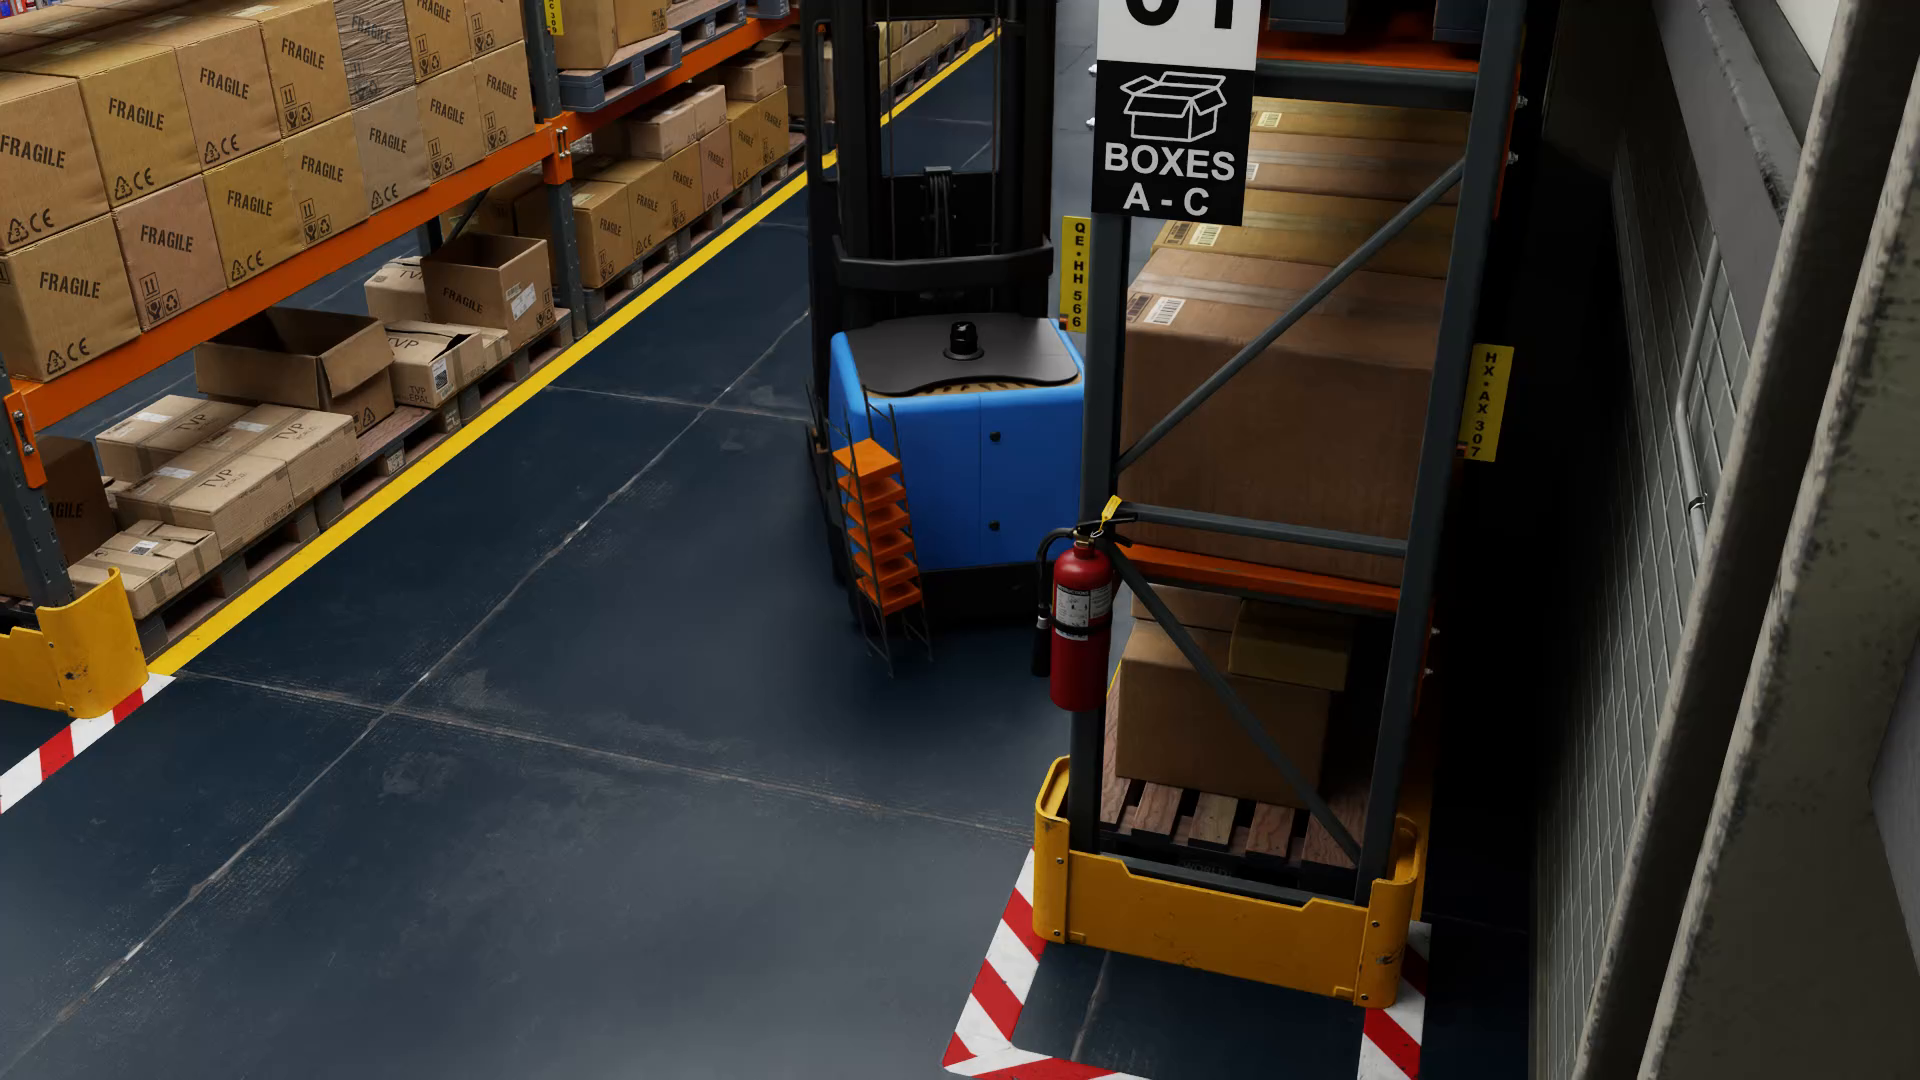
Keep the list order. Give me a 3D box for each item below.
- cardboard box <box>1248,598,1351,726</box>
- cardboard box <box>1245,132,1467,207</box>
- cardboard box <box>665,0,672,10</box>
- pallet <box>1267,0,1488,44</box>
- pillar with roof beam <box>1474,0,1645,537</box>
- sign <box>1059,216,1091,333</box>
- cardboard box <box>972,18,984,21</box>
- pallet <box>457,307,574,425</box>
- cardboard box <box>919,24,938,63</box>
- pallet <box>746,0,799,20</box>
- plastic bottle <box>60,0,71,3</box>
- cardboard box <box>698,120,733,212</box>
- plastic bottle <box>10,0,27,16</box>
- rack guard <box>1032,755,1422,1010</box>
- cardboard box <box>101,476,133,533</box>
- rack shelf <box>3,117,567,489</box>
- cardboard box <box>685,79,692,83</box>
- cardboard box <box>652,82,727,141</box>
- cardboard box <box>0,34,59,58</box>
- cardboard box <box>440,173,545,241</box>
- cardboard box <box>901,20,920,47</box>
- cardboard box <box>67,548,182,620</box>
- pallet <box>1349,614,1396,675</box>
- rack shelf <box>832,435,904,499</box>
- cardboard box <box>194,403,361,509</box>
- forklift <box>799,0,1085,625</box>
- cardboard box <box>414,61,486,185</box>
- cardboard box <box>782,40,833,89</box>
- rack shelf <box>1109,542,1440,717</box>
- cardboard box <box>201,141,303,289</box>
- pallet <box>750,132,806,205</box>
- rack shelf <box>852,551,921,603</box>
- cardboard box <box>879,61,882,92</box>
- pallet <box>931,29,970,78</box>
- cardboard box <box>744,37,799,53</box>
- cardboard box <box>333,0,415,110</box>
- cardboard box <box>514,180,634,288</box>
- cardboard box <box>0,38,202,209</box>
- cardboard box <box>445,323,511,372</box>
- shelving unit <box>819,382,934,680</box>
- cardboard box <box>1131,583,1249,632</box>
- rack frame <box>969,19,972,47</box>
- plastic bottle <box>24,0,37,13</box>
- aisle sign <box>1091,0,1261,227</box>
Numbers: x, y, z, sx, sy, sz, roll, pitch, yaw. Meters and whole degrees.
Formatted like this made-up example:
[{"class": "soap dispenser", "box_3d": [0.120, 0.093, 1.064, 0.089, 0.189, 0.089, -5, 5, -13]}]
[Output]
[{"class": "cardboard box", "box_3d": [1.094, 0.311, 6.244, 0.700, 0.500, 0.500, 8, 30, 15]}, {"class": "cardboard box", "box_3d": [1.413, -1.088, 6.311, 0.980, 0.700, 0.700, 7, 30, 12]}, {"class": "cardboard box", "box_3d": [-2.265, -3.647, 10.685, 0.700, 0.500, 0.500, 1, 29, 2]}, {"class": "pallet", "box_3d": [1.045, -1.644, 4.625, 1.003, 0.211, 1.213, 8, 30, 15]}, {"class": "pillar with roof beam", "box_3d": [-1.482, -4.672, 6.891, 9.100, 9.000, 0.400, 8, 30, 15]}, {"class": "sign", "box_3d": [0.323, -0.719, 4.522, 0.100, 0.325, 0.005, 8, 30, 15]}, {"class": "cardboard box", "box_3d": [0.049, -5.461, 16.878, 0.500, 0.250, 0.500, 8, 30, 15]}, {"class": "pallet", "box_3d": [-2.927, -1.052, 9.424, 1.003, 0.211, 1.213, 8, 30, 15]}, {"class": "cardboard box", "box_3d": [-0.521, -4.583, 15.298, 0.500, 0.250, 0.500, 9, 30, 16]}, {"class": "pallet", "box_3d": [-1.683, -4.040, 12.123, 1.213, 0.211, 1.003, 8, 30, 15]}, {"class": "plastic bottle", "box_3d": [-6.530, -4.036, 12.052, 0.097, 0.271, 0.097, 0, 29, 0]}, {"class": "cardboard box", "box_3d": [-1.901, -2.595, 11.448, 0.500, 0.500, 0.500, 7, 30, 13]}, {"class": "plastic bottle", "box_3d": [-6.687, -3.835, 11.686, 0.152, 0.276, 0.135, 8, 30, 15]}, {"class": "rack guard", "box_3d": [0.831, 1.078, 5.298, 1.175, 0.500, 0.348, 8, 30, 15]}, {"class": "cardboard box", "box_3d": [-3.770, -0.148, 7.392, 0.380, 0.166, 0.250, 8, 30, 15]}, {"class": "rack shelf", "box_3d": [-3.312, -1.346, 7.823, 1.077, 0.370, 4.000, 8, 30, 15]}, {"class": "cardboard box", "box_3d": [-2.106, -3.133, 12.416, 0.500, 0.500, 0.500, 7, 30, 13]}, {"class": "cardboard box", "box_3d": [-1.910, -2.905, 11.234, 0.500, 0.250, 0.500, 8, 30, 14]}, {"class": "cardboard box", "box_3d": [-3.884, -1.692, 6.575, 0.500, 0.500, 0.500, 9, 30, 16]}, {"class": "cardboard box", "box_3d": [-2.854, -1.960, 10.306, 0.500, 0.500, 0.500, 8, 30, 15]}, {"class": "cardboard box", "box_3d": [-0.668, -4.598, 14.749, 0.500, 0.311, 0.500, 8, 30, 14]}, {"class": "cardboard box", "box_3d": [-3.448, 0.177, 6.826, 0.380, 0.149, 0.250, 8, 30, 15]}, {"class": "pallet", "box_3d": [1.357, 0.245, 7.092, 1.003, 0.211, 1.213, 8, 30, 15]}, {"class": "rack shelf", "box_3d": [-0.357, -0.279, 6.358, 0.180, 0.103, 0.258, -23, 36, -21]}, {"class": "cardboard box", "box_3d": [-3.175, -0.398, 7.756, 0.500, 0.250, 0.500, 8, 30, 15]}, {"class": "forklift", "box_3d": [-0.178, -1.621, 7.648, 1.130, 2.935, 3.031, -5, 29, -9]}, {"class": "cardboard box", "box_3d": [-2.776, -2.125, 8.381, 0.500, 0.500, 0.500, 9, 30, 16]}, {"class": "cardboard box", "box_3d": [-1.116, -3.877, 13.453, 0.500, 0.311, 0.500, 10, 30, 17]}, {"class": "rack shelf", "box_3d": [1.425, -0.641, 6.556, 1.077, 0.370, 4.000, 8, 30, 15]}, {"class": "cardboard box", "box_3d": [-3.220, -1.416, 7.107, 0.500, 0.500, 0.500, 8, 30, 15]}, {"class": "pallet", "box_3d": [-1.806, -2.888, 12.725, 1.003, 0.211, 1.213, 8, 30, 15]}, {"class": "rack shelf", "box_3d": [-0.299, 0.120, 6.618, 0.180, 0.103, 0.258, -23, 36, -21]}, {"class": "cardboard box", "box_3d": [-0.970, -3.866, 14.010, 0.500, 0.250, 0.500, 8, 30, 13]}, {"class": "pallet", "box_3d": [-0.556, -4.741, 16.055, 1.003, 0.211, 1.213, 8, 30, 15]}, {"class": "cardboard box", "box_3d": [-1.632, -3.954, 13.592, 0.500, 0.311, 0.500, 9, 30, 16]}, {"class": "cardboard box", "box_3d": [-2.922, -2.326, 7.714, 0.500, 0.500, 0.500, 9, 30, 15]}, {"class": "cardboard box", "box_3d": [-2.350, -1.879, 10.162, 0.500, 0.500, 0.500, 7, 30, 13]}, {"class": "cardboard box", "box_3d": [-3.370, -1.624, 6.452, 0.500, 0.500, 0.500, 9, 30, 15]}, {"class": "cardboard box", "box_3d": [-2.674, -1.048, 9.028, 0.380, 0.149, 0.250, 8, 30, 15]}, {"class": "shelving unit", "box_3d": [-0.319, -0.017, 6.529, 0.189, 1.200, 0.258, -23, 36, -21]}, {"class": "cardboard box", "box_3d": [0.811, 0.175, 5.823, 0.380, 0.149, 0.250, 8, 30, 14]}, {"class": "rack frame", "box_3d": [-0.377, -6.307, 16.002, 1.000, 3.000, 0.127, 8, 30, 15]}, {"class": "plastic bottle", "box_3d": [-6.627, -3.852, 11.794, 0.097, 0.201, 0.097, 0, 29, 0]}, {"class": "aisle sign", "box_3d": [0.530, -1.171, 4.095, 0.394, 0.787, 0.004, 8, 30, 15]}]
